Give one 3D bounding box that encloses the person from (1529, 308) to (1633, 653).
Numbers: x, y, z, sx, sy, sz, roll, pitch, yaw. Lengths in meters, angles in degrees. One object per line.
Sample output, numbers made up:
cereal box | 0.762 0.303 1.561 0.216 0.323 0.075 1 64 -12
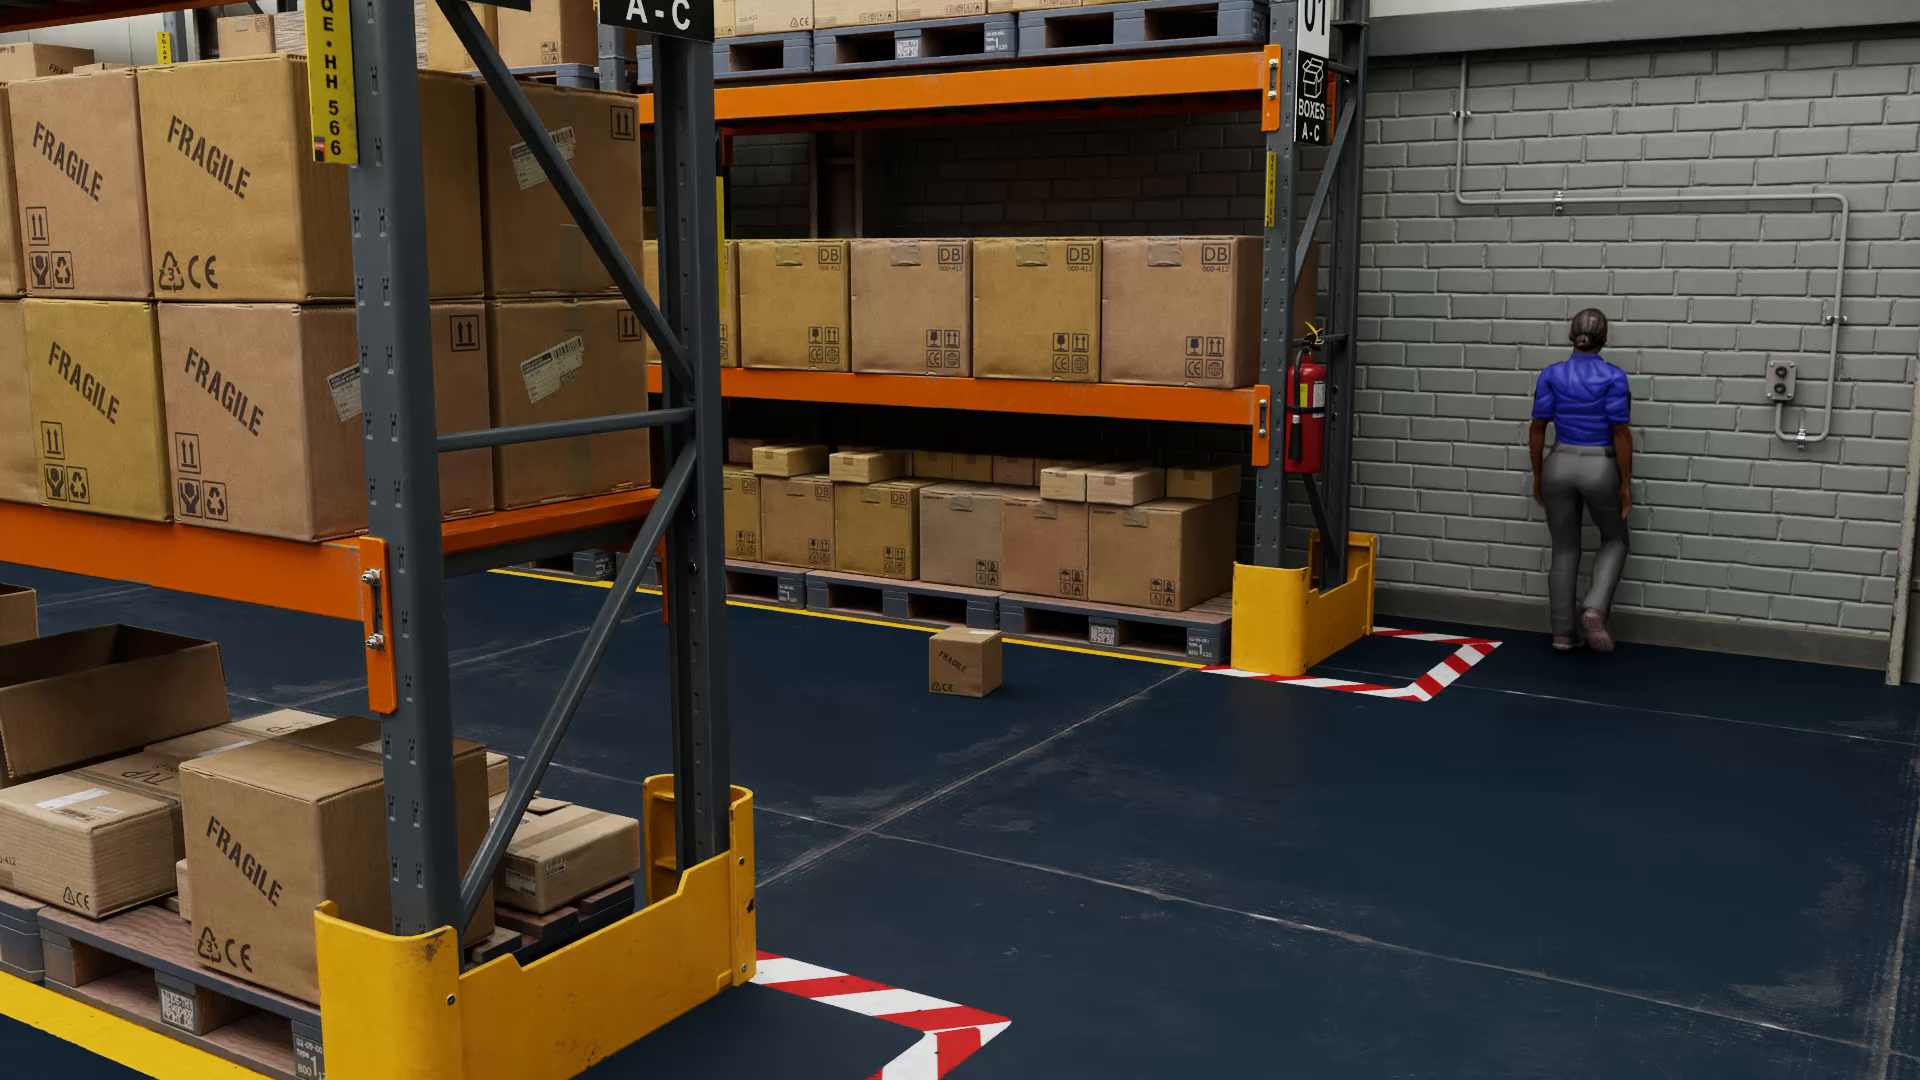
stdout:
person | 3.006 -0.281 8.029 0.495 1.668 0.445 6 11 31
